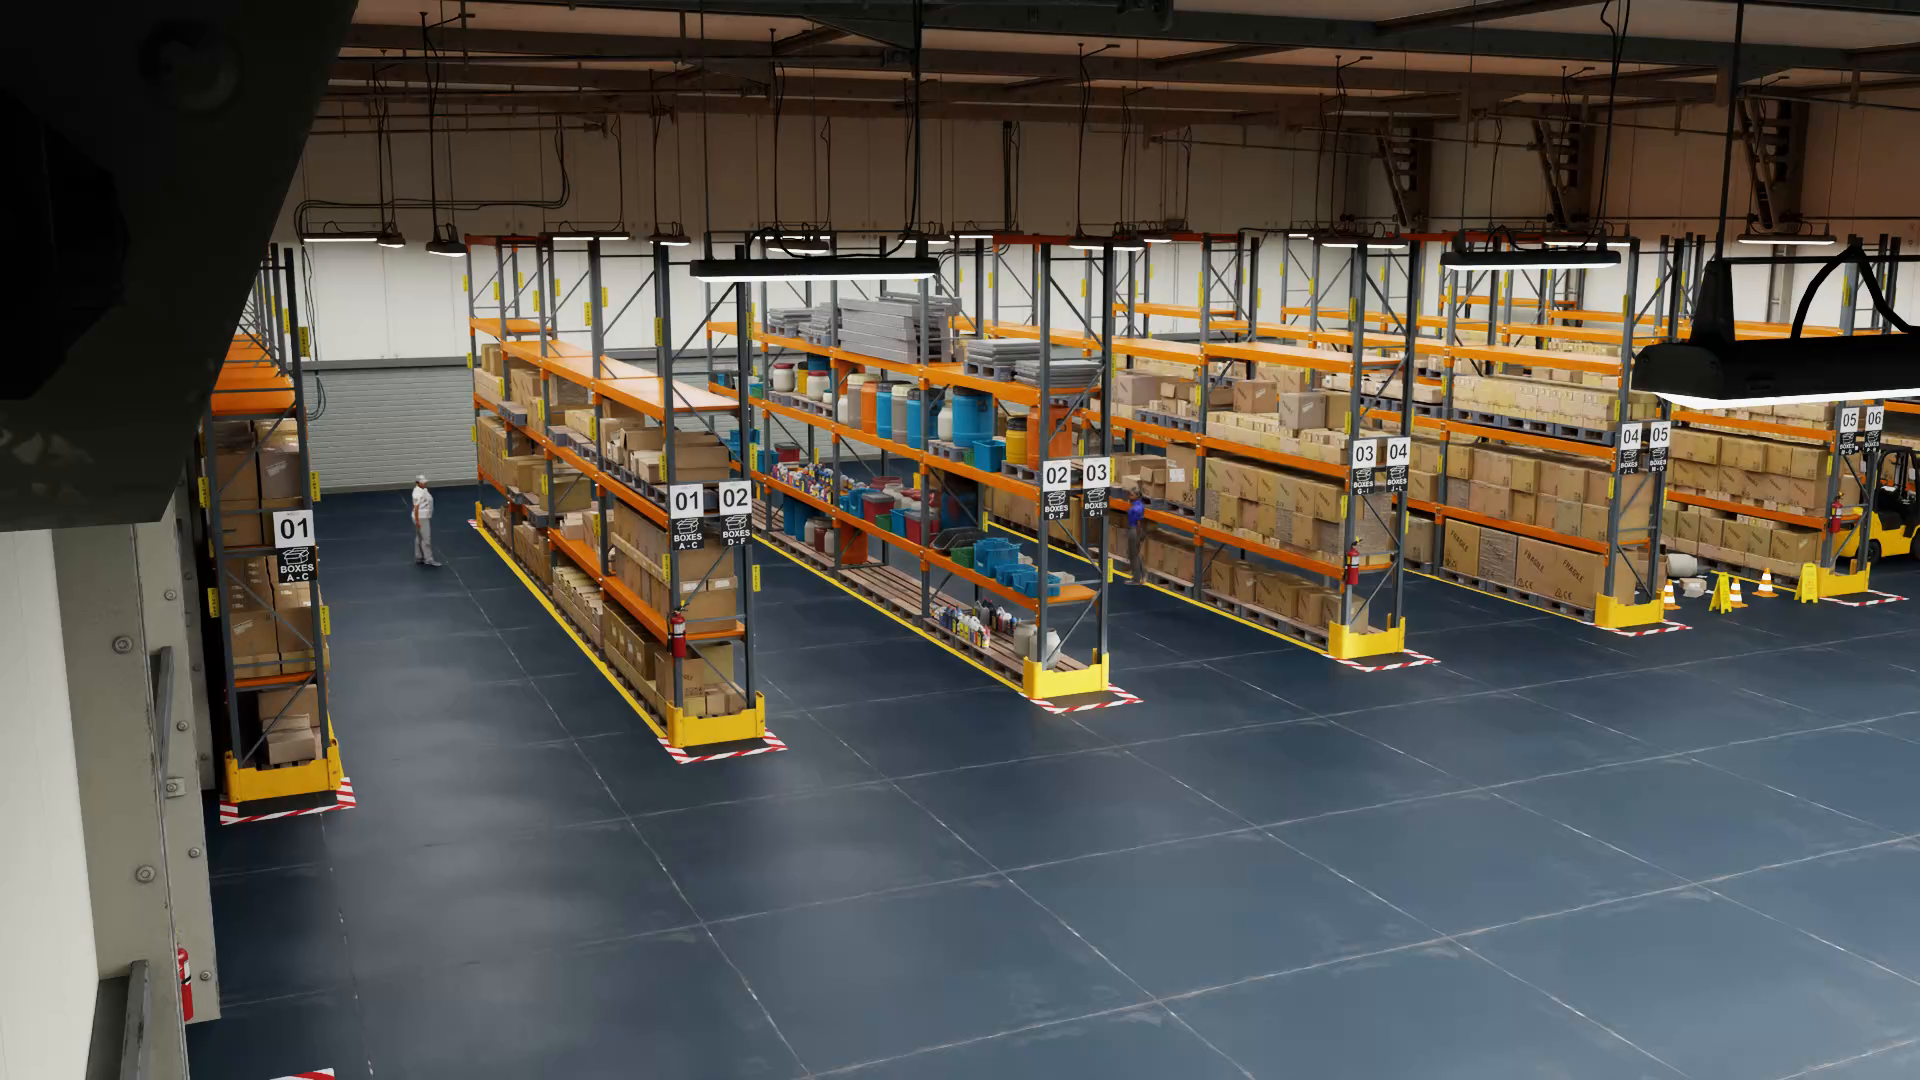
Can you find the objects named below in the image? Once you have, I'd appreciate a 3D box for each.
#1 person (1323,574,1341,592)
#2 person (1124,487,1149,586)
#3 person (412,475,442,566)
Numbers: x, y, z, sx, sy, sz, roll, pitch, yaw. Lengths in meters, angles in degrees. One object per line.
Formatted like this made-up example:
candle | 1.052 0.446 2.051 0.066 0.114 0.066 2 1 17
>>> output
person | 6.353 0.100 28.224 0.440 1.688 0.381 7 13 31
person | 2.924 -0.054 27.538 0.432 1.670 0.449 6 12 28
person | -9.874 -0.377 30.735 0.493 1.687 0.514 -2 11 -11
